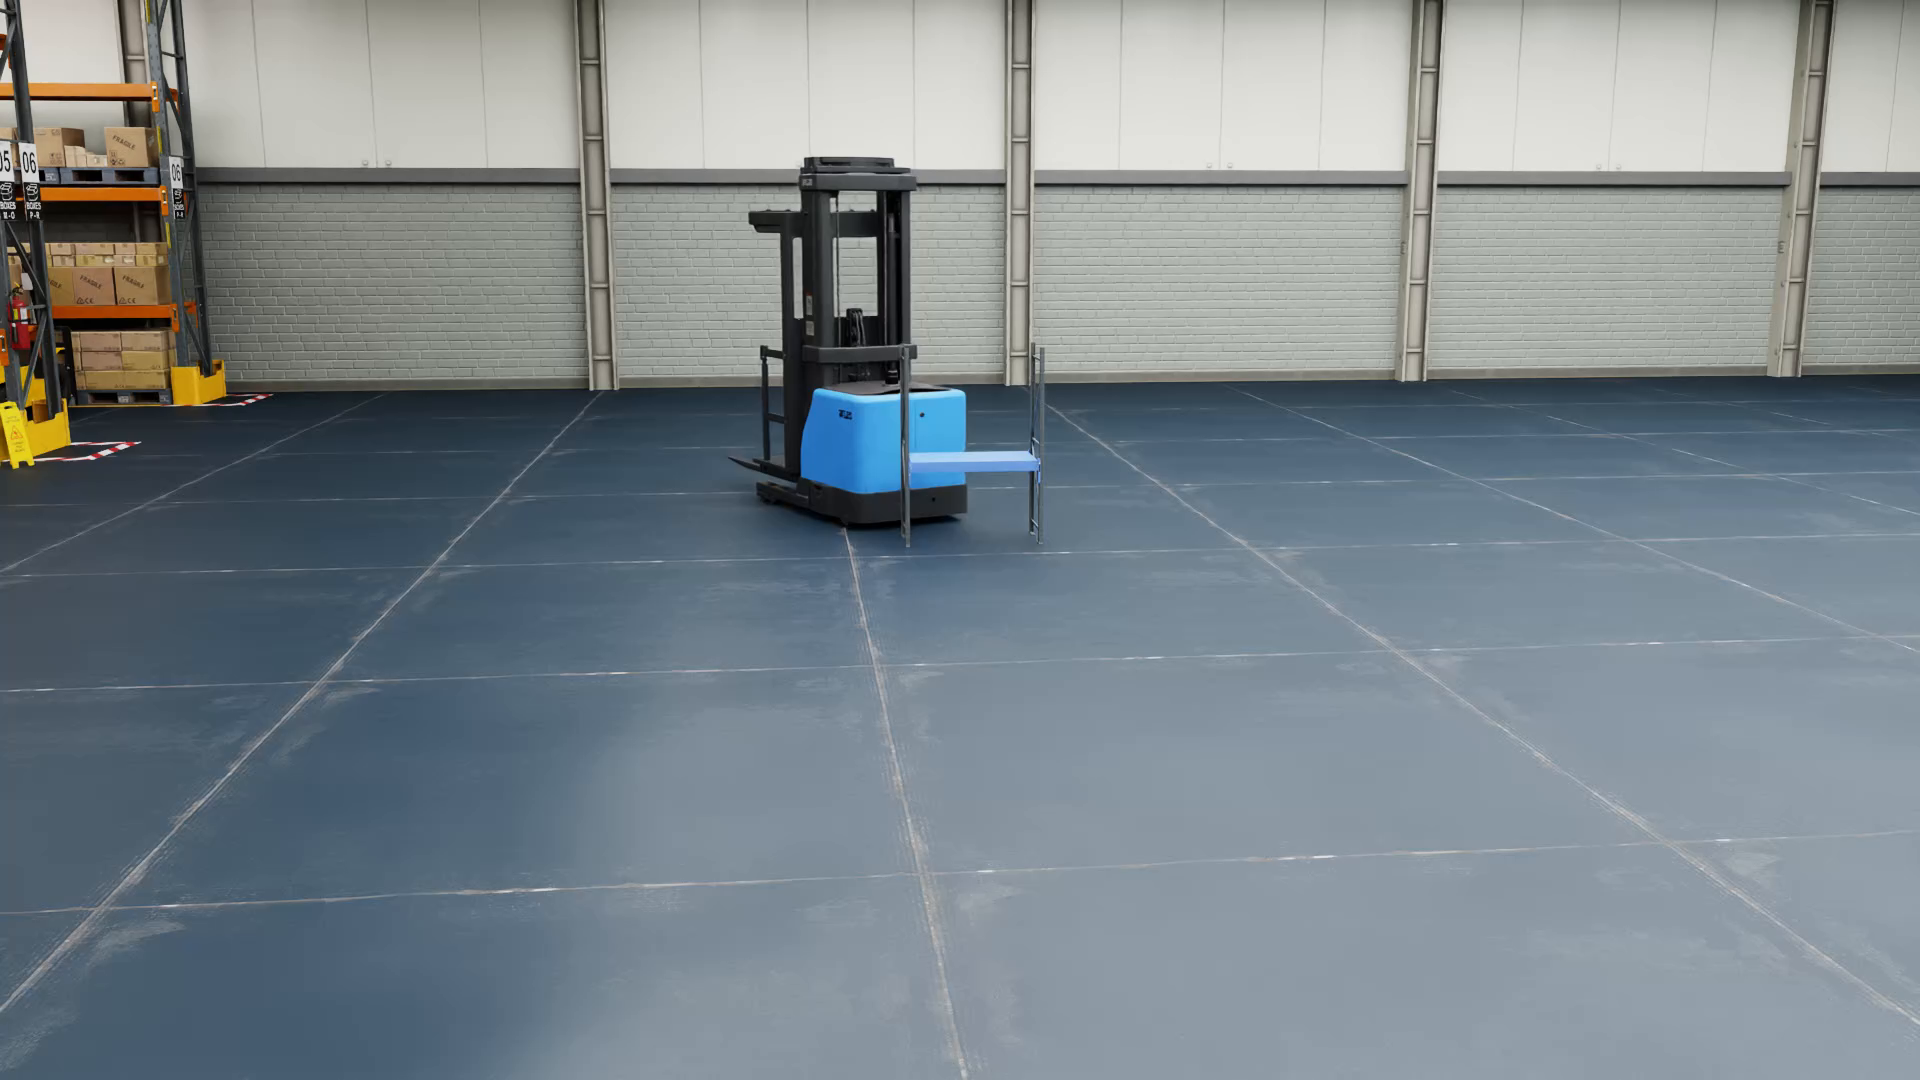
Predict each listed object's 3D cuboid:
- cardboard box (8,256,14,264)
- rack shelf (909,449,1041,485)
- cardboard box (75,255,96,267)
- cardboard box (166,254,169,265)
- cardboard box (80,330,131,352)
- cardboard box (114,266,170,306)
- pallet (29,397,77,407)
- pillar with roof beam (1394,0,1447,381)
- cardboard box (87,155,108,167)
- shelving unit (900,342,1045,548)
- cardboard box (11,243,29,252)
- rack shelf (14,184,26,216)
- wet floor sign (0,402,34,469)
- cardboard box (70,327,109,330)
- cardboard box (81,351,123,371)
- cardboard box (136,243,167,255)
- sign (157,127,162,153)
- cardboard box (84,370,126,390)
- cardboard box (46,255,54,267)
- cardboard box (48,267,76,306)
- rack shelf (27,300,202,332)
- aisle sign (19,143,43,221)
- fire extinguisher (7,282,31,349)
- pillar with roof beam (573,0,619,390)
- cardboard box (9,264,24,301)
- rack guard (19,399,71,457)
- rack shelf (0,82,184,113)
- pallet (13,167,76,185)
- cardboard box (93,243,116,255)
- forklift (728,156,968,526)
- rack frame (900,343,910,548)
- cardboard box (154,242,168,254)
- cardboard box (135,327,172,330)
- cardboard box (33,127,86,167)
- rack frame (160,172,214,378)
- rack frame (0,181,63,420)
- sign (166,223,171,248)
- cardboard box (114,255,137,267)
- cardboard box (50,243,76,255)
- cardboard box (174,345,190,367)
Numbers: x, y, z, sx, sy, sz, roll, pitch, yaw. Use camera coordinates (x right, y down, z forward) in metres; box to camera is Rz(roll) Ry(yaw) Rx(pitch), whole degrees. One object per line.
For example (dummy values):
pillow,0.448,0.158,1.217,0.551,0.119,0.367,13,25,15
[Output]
cardboard box,-12.379,-3.628,21.607,0.250,0.149,0.380,-1,11,-7
rack shelf,0.085,-0.561,12.767,1.000,0.185,0.538,-1,11,-6
cardboard box,-11.365,-3.658,21.760,0.250,0.149,0.380,-1,11,-6
cardboard box,-10.652,-3.770,22.327,0.250,0.149,0.380,-1,11,-8
cardboard box,-11.218,-2.626,21.897,0.500,0.250,0.500,-1,11,-5
cardboard box,-10.748,-3.348,21.864,0.500,0.500,0.500,-1,11,-7
pallet,-12.253,-1.943,22.203,1.213,0.211,1.003,-1,11,-6
pillar with roof beam,7.283,-6.011,20.116,0.400,9.000,9.100,-1,11,-6
cardboard box,-11.078,-4.888,21.482,0.250,0.149,0.380,-2,11,-8
shelving unit,0.085,-0.738,12.732,1.048,1.500,0.538,-1,11,-6
cardboard box,-12.145,-3.792,21.669,0.250,0.149,0.380,-1,11,-5
rack shelf,-11.736,-3.485,16.908,4.000,0.370,1.077,-1,11,-6
wet floor sign,-9.443,-1.051,16.544,0.232,0.644,0.267,3,11,14
cardboard box,-11.780,-2.714,22.345,0.500,0.250,0.500,-1,11,-6
cardboard box,-11.237,-2.383,21.959,0.500,0.250,0.500,-1,11,-7
cardboard box,-10.620,-3.825,21.837,0.250,0.149,0.380,-1,11,-6
sign,-10.242,-5.123,21.284,0.005,0.325,0.100,-1,11,-6
cardboard box,-11.216,-2.138,22.005,0.500,0.250,0.500,-1,11,-6
cardboard box,-11.874,-3.635,21.640,0.250,0.149,0.380,-1,11,-6
cardboard box,-11.774,-3.328,21.763,0.500,0.500,0.500,-1,11,-7
rack shelf,-12.275,-2.965,22.039,4.000,0.370,1.077,-1,11,-6
aisle sign,-9.719,-3.744,17.398,0.004,0.787,0.394,-1,11,-6
fire extinguisher,-9.584,-2.284,16.910,0.183,0.674,0.296,-1,11,-6
pillar with roof beam,-4.647,-5.761,18.845,0.400,9.000,9.100,-1,11,-6
cardboard box,-10.248,-2.646,17.522,0.500,0.500,0.500,-1,11,-7
rack guard,-9.823,-1.180,17.573,0.348,0.500,1.175,-1,11,-6
rack shelf,-12.275,-5.713,21.499,4.000,0.370,1.077,-1,11,-6
pallet,-12.208,-4.752,21.719,1.213,0.211,1.003,-1,11,-6
cardboard box,-11.120,-3.803,21.727,0.250,0.149,0.380,-1,11,-5
forklift,-1.130,-1.790,14.377,1.130,2.935,3.031,-7,13,-30
rack frame,-0.421,-0.727,12.679,0.032,1.500,0.500,-1,11,-6
cardboard box,-10.644,-3.907,22.254,0.250,0.149,0.380,-1,11,-7
cardboard box,-10.785,-2.734,22.444,0.500,0.250,0.500,-1,11,-7
cardboard box,-11.730,-5.078,21.537,0.500,0.500,0.700,-1,11,-6
rack frame,-10.287,-3.360,22.182,0.127,3.000,1.000,-1,11,-6
rack frame,-9.747,-2.408,17.340,0.127,3.000,1.000,-1,11,-6
sign,-10.242,-3.940,21.516,0.005,0.325,0.100,-1,11,-6
cardboard box,-10.852,-3.655,21.743,0.250,0.149,0.380,-1,11,-5
cardboard box,-11.622,-3.786,21.637,0.250,0.149,0.380,-1,11,-5
cardboard box,-10.777,-2.492,22.511,0.500,0.250,0.500,-1,11,-5
